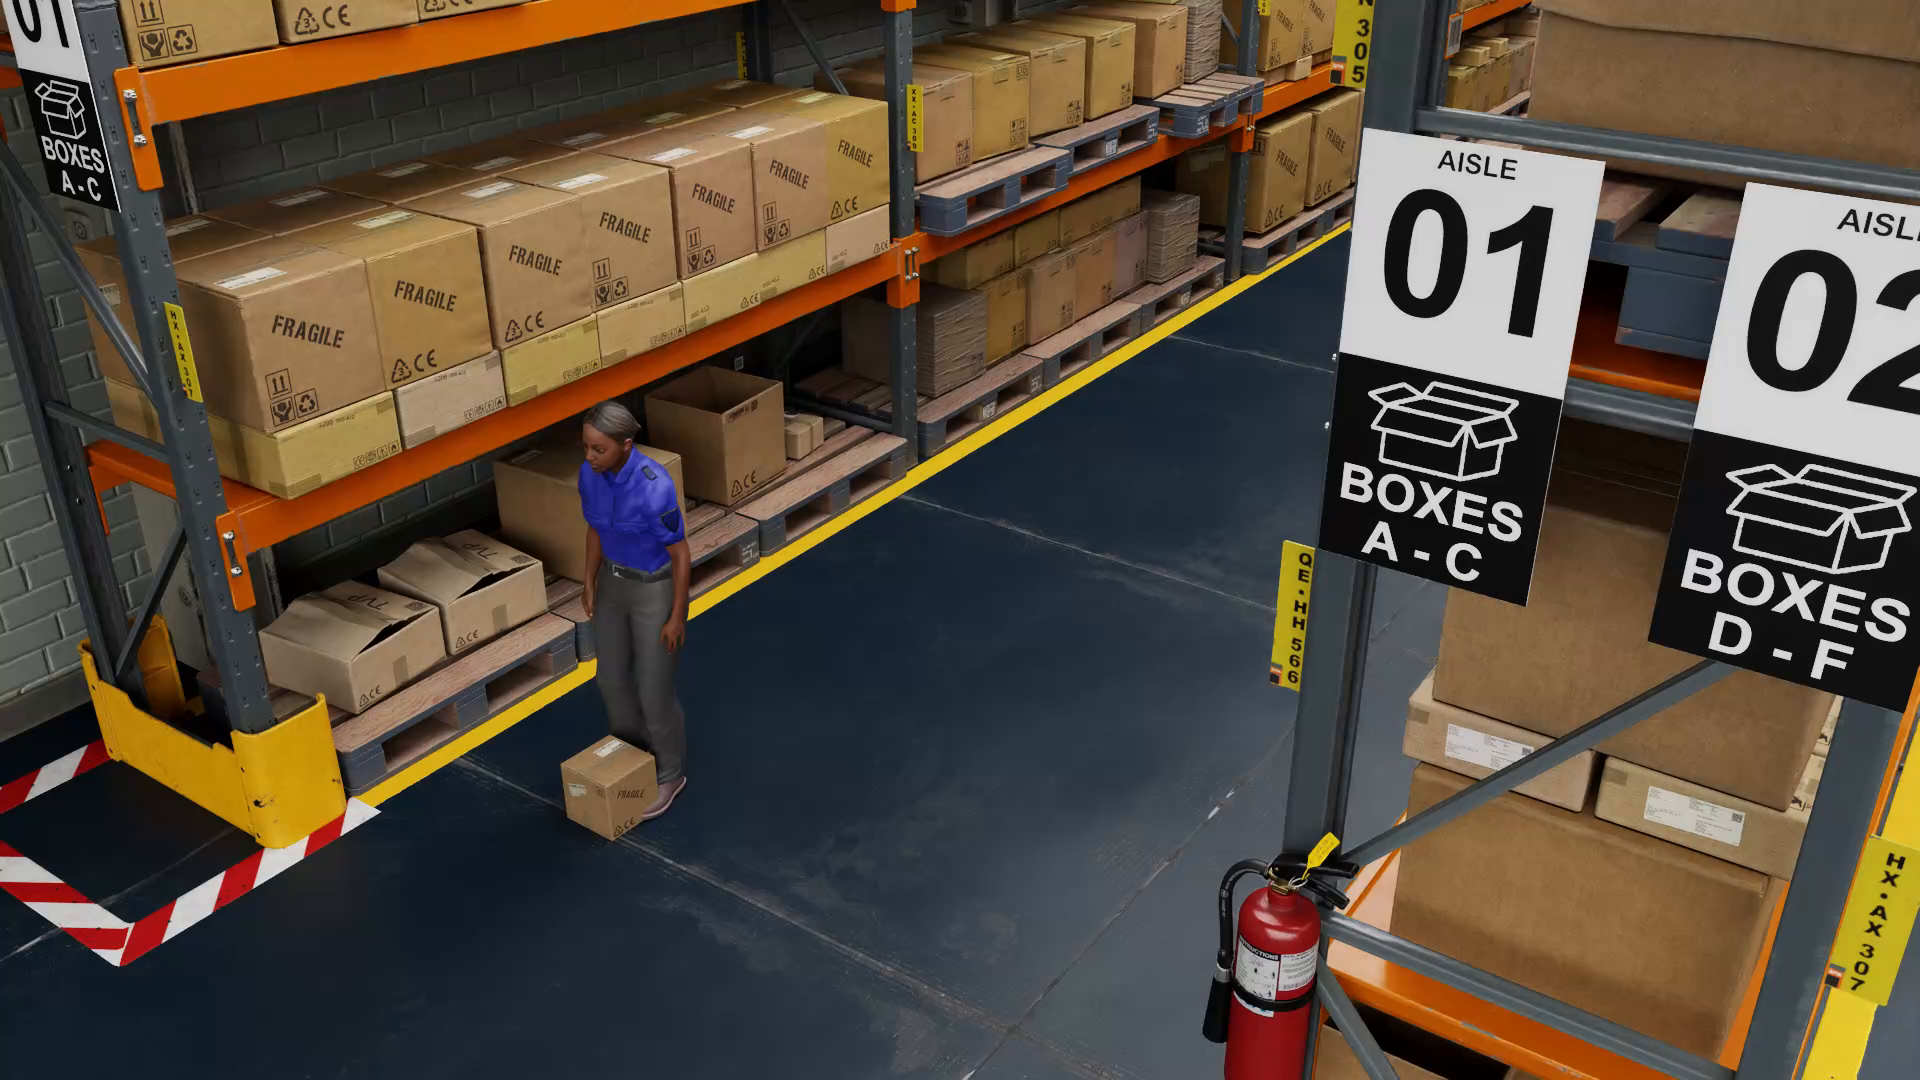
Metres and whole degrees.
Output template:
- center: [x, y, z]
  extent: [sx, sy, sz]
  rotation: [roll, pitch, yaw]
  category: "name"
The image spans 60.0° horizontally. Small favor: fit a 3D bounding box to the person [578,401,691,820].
- center: [-1.221, 0.234, 6.167]
  extent: [0.512, 1.654, 0.392]
  rotation: [17, 32, 30]
  category: "person"
